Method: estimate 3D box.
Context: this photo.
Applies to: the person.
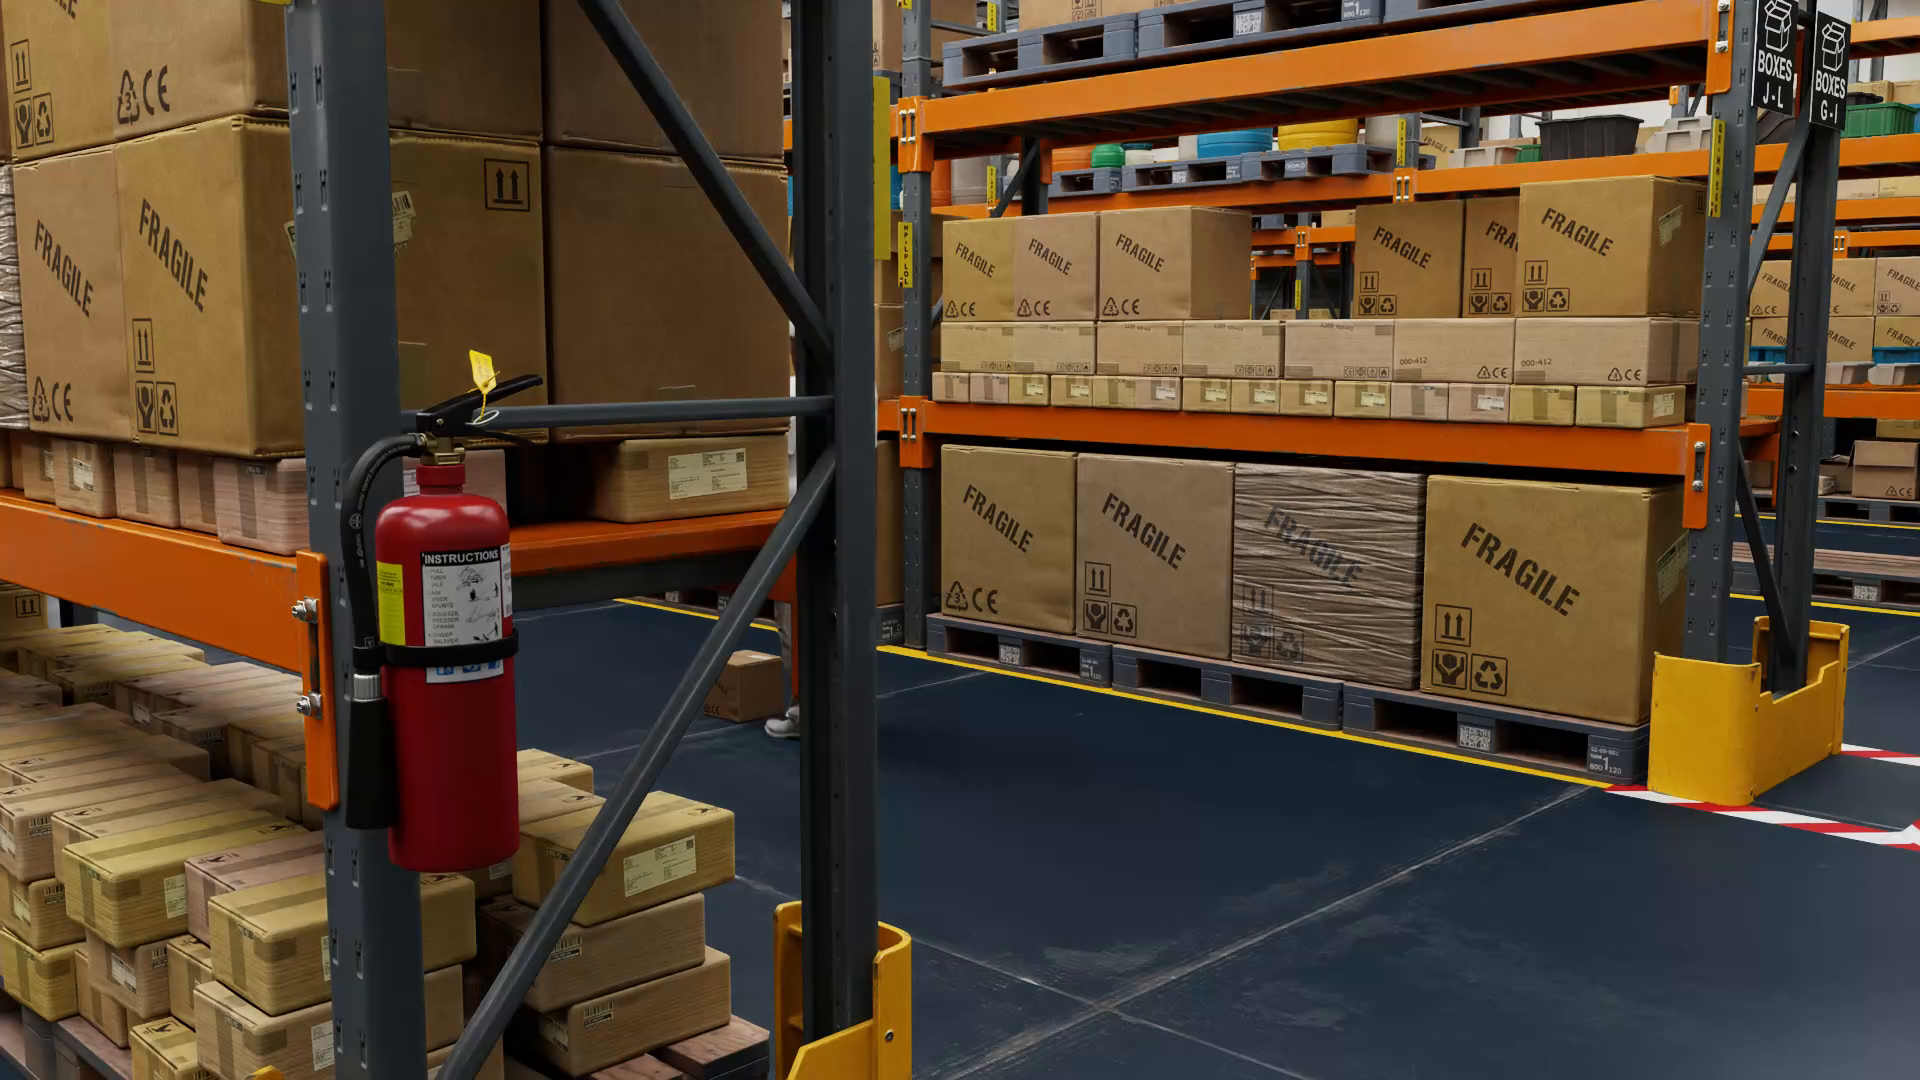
[{"bbox_3d":[-0.597,-0.075,6.789,0.564,1.764,0.362,-7,10,-45],"label":"person"}]
